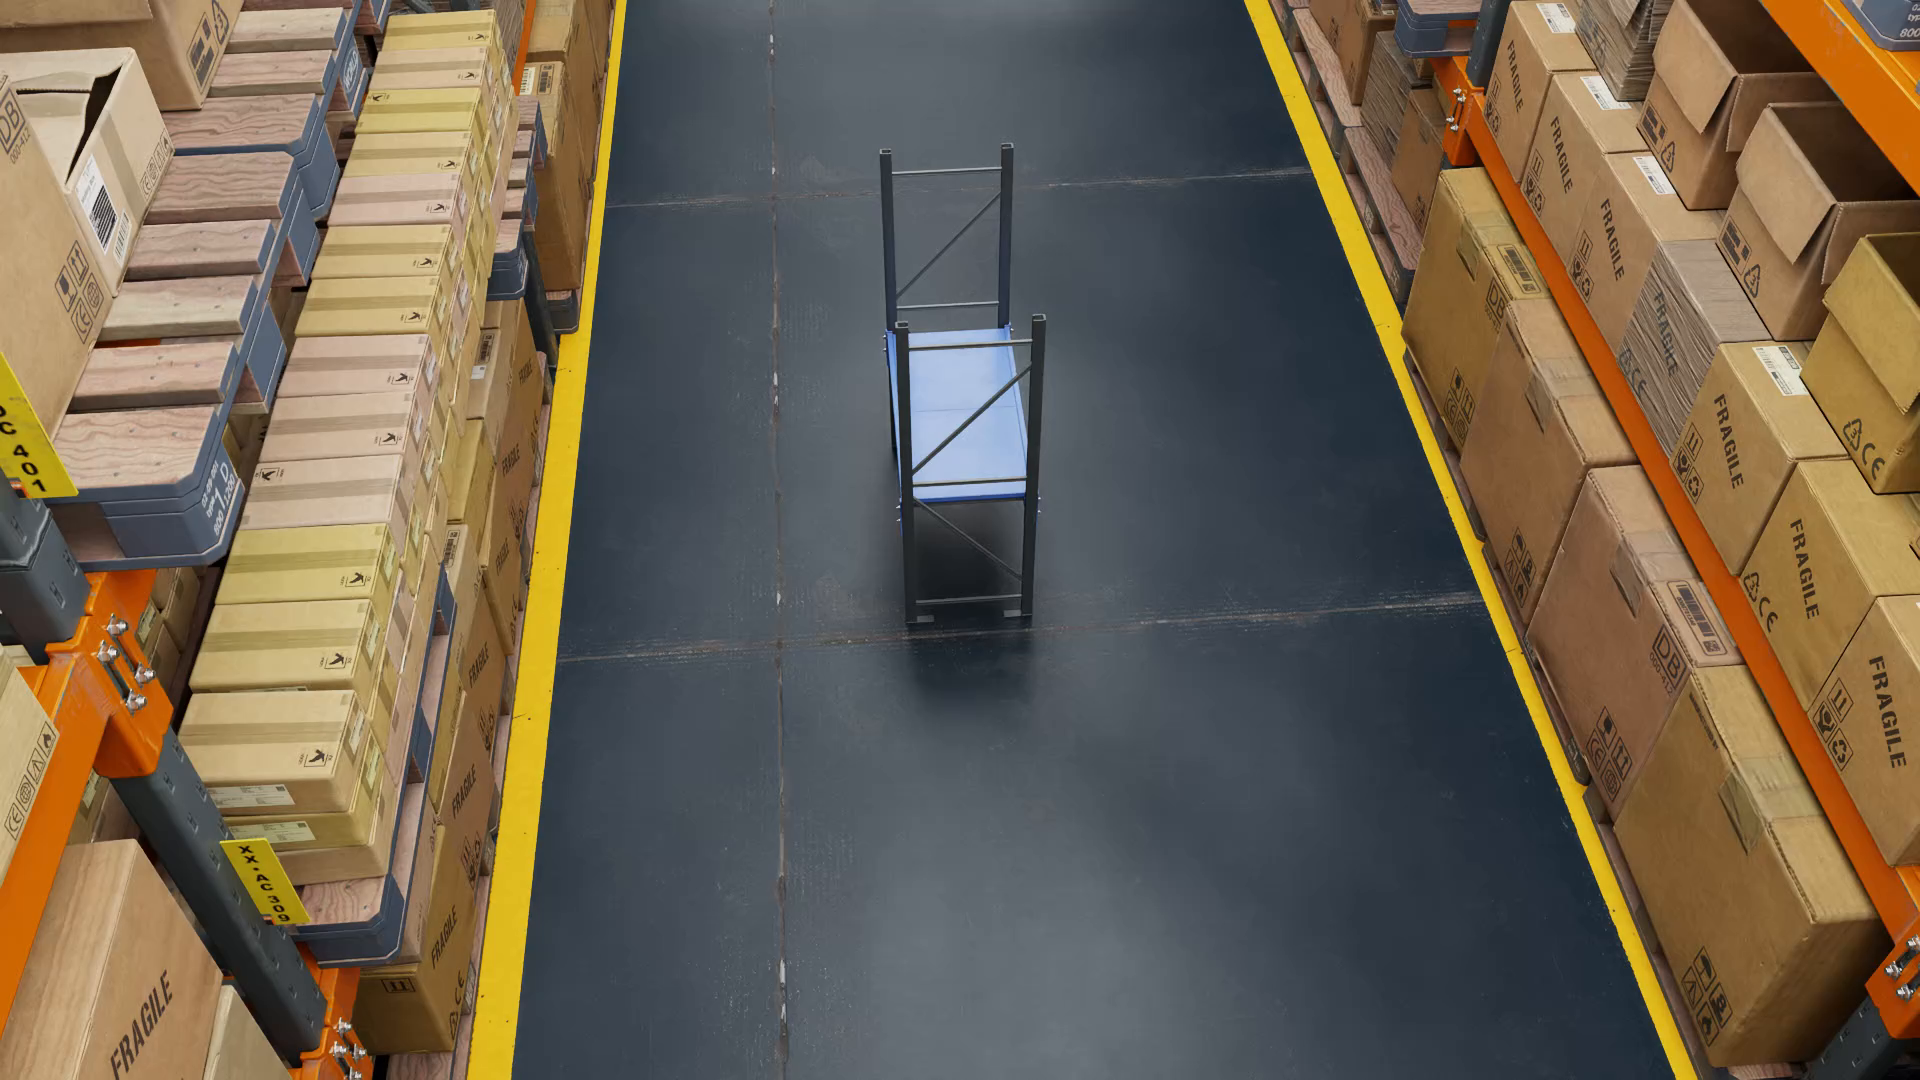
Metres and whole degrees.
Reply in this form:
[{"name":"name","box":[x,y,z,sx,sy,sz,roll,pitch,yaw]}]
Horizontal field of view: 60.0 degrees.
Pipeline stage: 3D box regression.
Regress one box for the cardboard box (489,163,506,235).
[{"name":"cardboard box","box":[-1.811,-1.192,5.833,0.380,0.149,0.250,-3,47,-3]}]

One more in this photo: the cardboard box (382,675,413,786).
[{"name":"cardboard box","box":[-1.620,0.494,4.236,0.380,0.149,0.250,-3,47,-3]}]

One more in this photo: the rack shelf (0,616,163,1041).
[{"name":"rack shelf","box":[-1.849,1.728,1.613,1.077,0.370,4.000,-3,47,-3]}]

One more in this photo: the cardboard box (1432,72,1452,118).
[{"name":"cardboard box","box":[2.514,-2.089,7.702,0.500,0.250,0.500,-2,47,-2]}]

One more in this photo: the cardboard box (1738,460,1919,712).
[{"name":"cardboard box","box":[2.589,0.123,4.636,0.500,0.500,0.500,-2,47,-2]}]

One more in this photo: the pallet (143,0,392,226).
[{"name":"pallet","box":[-2.052,-1.105,3.930,1.213,0.211,1.003,-3,47,-3]}]

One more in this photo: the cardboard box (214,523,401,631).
[{"name":"cardboard box","box":[-1.639,0.103,4.197,0.380,0.149,0.250,-3,47,-3]}]

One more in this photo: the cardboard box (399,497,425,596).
[{"name":"cardboard box","box":[-1.659,0.030,4.471,0.380,0.149,0.250,-5,47,-5]}]

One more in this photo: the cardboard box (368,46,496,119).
[{"name":"cardboard box","box":[-1.835,-1.583,5.793,0.380,0.149,0.250,-4,47,-4]}]

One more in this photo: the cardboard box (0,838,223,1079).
[{"name":"cardboard box","box":[-1.708,0.909,2.998,0.500,0.500,0.500,-5,47,-5]}]

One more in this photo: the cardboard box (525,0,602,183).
[{"name":"cardboard box","box":[-2.389,-2.278,8.238,1.050,0.750,0.750,-3,47,-3]}]

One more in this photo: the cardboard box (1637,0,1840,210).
[{"name":"cardboard box","box":[2.697,-1.435,5.419,0.797,0.503,0.637,-3,47,-2]}]

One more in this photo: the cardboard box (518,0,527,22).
[{"name":"cardboard box","box":[-2.165,-2.572,7.187,0.500,0.500,0.500,-4,47,-4]}]

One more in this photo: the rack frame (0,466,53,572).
[{"name":"rack frame","box":[-2.016,-0.997,1.633,1.000,3.000,0.127,-3,47,-3]}]

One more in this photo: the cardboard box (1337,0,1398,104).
[{"name":"cardboard box","box":[2.410,-2.642,8.742,0.700,0.500,0.500,0,47,0]}]

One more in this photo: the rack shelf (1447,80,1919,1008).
[{"name":"rack shelf","box":[2.767,-0.362,5.659,1.077,0.370,4.000,-3,47,-3]}]

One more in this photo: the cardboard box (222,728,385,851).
[{"name":"cardboard box","box":[-1.591,0.592,3.939,0.380,0.149,0.250,-3,47,-3]}]

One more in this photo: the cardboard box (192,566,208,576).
[{"name":"cardboard box","box":[-2.338,-0.018,4.722,0.380,0.149,0.250,-5,47,-5]}]

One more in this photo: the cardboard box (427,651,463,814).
[{"name":"cardboard box","box":[-1.862,0.587,5.181,0.500,0.250,0.500,-2,47,-2]}]

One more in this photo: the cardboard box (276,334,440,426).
[{"name":"cardboard box","box":[-1.700,-0.445,4.716,0.380,0.149,0.250,-2,47,-2]}]

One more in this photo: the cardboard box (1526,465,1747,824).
[{"name":"cardboard box","box":[2.785,0.315,5.696,1.225,0.875,0.875,-5,47,-5]}]

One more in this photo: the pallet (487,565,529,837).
[{"name":"pallet","box":[-2.188,0.576,6.195,1.003,0.211,1.213,-3,47,-3]}]

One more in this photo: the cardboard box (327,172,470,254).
[{"name":"cardboard box","box":[-1.772,-1.025,5.266,0.380,0.149,0.250,-3,47,-3]}]

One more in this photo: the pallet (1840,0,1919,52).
[{"name":"pallet","box":[2.803,-1.752,4.544,1.003,0.211,1.213,-2,47,-1]}]

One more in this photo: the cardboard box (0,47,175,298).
[{"name":"cardboard box","box":[-1.881,-0.729,3.217,0.500,0.311,0.500,-4,47,-4]}]

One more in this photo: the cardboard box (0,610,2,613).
[{"name":"cardboard box","box":[-2.288,0.143,4.159,0.380,0.149,0.250,-5,47,-5]}]

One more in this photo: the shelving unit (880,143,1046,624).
[{"name":"shelving unit","box":[-0.007,-0.577,6.400,0.538,1.500,1.048,-3,47,-3]}]

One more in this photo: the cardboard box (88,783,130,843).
[{"name":"cardboard box","box":[-2.247,0.732,4.011,0.380,0.149,0.250,-4,47,-4]}]

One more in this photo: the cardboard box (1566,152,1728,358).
[{"name":"cardboard box","box":[2.461,-0.980,5.679,0.500,0.500,0.500,-4,47,-4]}]

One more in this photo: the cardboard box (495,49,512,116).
[{"name":"cardboard box","box":[-1.856,-1.659,6.071,0.380,0.149,0.250,-3,47,-2]}]

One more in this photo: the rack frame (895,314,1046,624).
[{"name":"rack frame","box":[0.035,-0.210,6.052,0.500,1.500,0.032,-3,47,-3]}]

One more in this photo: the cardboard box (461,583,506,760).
[{"name":"cardboard box","box":[-1.917,0.469,5.809,0.500,0.500,0.500,-3,47,-3]}]

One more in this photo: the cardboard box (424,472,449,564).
[{"name":"cardboard box","box":[-1.679,-0.053,4.754,0.380,0.149,0.250,-5,47,-5]}]

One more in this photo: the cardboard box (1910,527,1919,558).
[{"name":"cardboard box","box":[2.873,-0.004,4.064,0.797,0.503,0.637,-5,47,-4]}]

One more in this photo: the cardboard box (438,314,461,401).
[{"name":"cardboard box","box":[-1.724,-0.539,5.010,0.380,0.149,0.250,-4,47,-4]}]

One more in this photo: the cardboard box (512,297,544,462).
[{"name":"cardboard box","box":[-2.036,-0.653,6.872,0.500,0.500,0.500,-4,47,-3]}]

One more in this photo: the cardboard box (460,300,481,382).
[{"name":"cardboard box","box":[-1.750,-0.629,5.300,0.380,0.149,0.250,-2,47,-2]}]

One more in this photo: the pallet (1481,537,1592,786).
[{"name":"pallet","box":[2.690,0.358,6.402,1.003,0.211,1.213,-3,47,-3]}]

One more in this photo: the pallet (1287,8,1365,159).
[{"name":"pallet","box":[2.437,-2.544,9.151,1.003,0.211,1.213,-3,47,-3]}]

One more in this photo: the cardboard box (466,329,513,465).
[{"name":"cardboard box","box":[-1.980,-0.528,6.236,0.500,0.250,0.500,-3,47,-3]}]

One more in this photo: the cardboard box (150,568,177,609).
[{"name":"cardboard box","box":[-2.315,0.062,4.441,0.380,0.149,0.250,-5,47,-5]}]

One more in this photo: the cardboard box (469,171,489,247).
[{"name":"cardboard box","box":[-1.787,-1.095,5.536,0.380,0.149,0.250,-3,47,-3]}]

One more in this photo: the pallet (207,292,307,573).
[{"name":"pallet","box":[-2.145,-0.333,5.268,1.003,0.211,1.213,-3,47,-3]}]

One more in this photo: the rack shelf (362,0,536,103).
[{"name":"rack shelf","box":[-2.519,-3.028,8.184,1.077,0.370,4.000,-3,47,-3]}]

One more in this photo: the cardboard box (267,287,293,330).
[{"name":"cardboard box","box":[-2.421,-0.774,5.437,0.380,0.149,0.250,-2,47,-2]}]

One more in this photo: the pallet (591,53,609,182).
[{"name":"pallet","box":[-2.441,-2.325,8.943,1.003,0.211,1.213,-3,47,-3]}]
